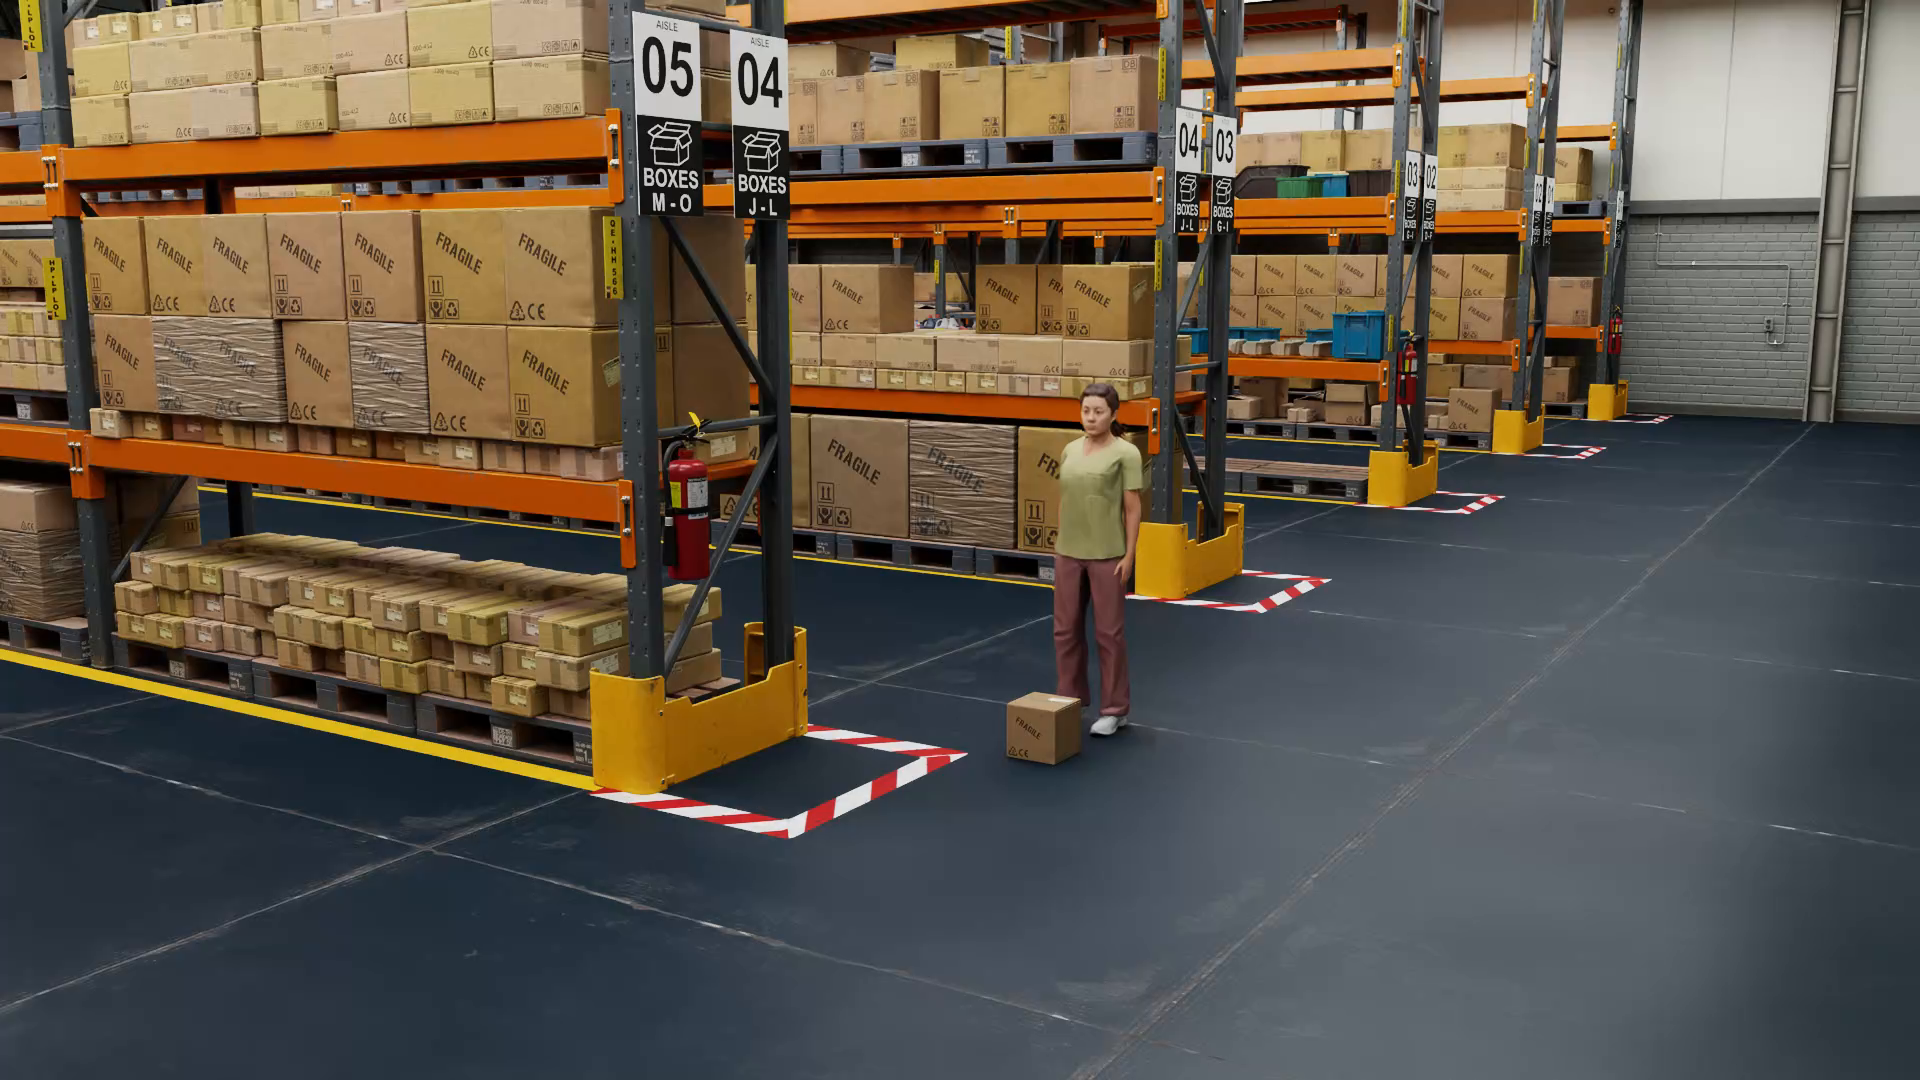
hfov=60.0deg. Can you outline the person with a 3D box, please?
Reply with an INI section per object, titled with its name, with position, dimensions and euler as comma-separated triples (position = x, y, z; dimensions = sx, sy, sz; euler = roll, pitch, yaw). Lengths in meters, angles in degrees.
[person]
position = 0.650, 0.081, 7.926
dimensions = 0.441, 1.669, 0.360
euler = 6, 11, 33
